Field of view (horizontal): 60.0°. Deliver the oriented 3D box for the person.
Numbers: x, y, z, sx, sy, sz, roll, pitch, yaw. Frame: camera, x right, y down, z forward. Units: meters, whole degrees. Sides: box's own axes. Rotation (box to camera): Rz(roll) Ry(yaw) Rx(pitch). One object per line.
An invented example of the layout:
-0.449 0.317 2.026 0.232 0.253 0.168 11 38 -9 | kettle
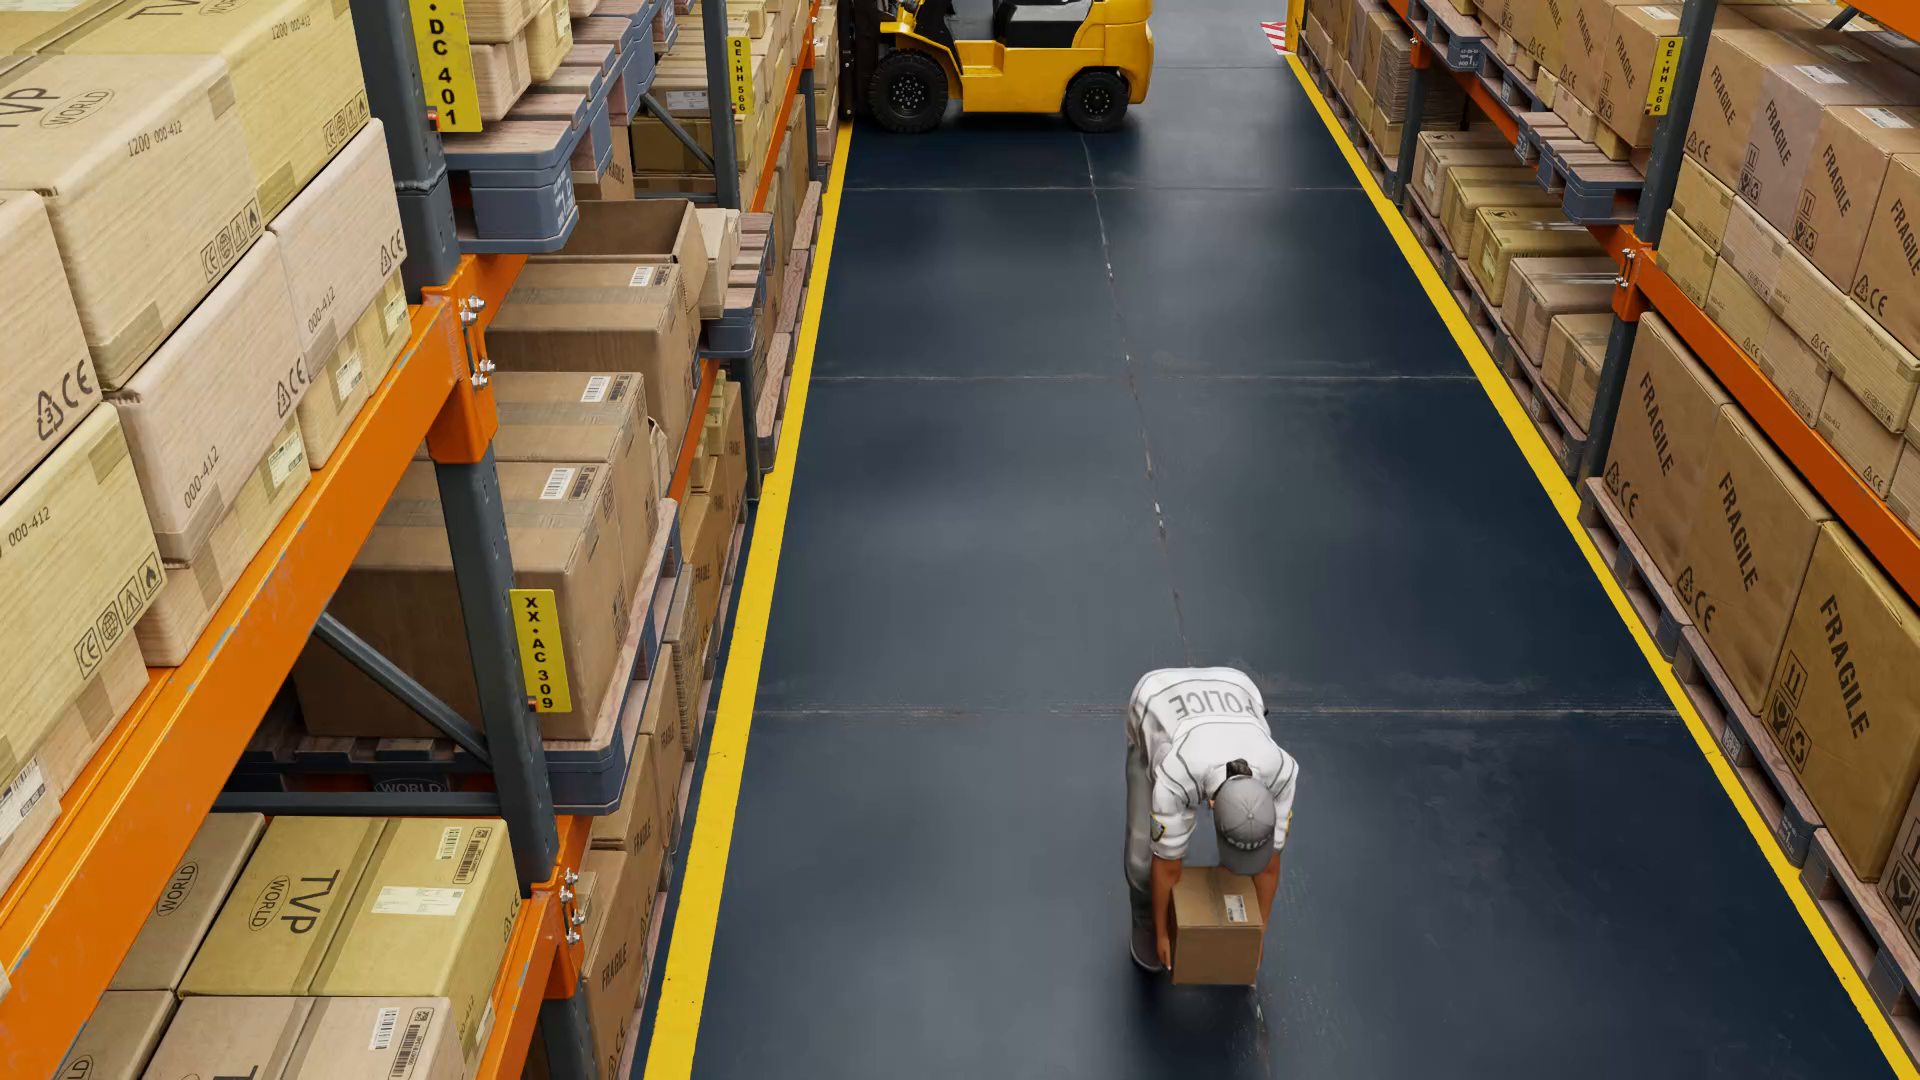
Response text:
0.767 0.942 5.178 0.499 1.073 0.934 -2 32 -3 | person
